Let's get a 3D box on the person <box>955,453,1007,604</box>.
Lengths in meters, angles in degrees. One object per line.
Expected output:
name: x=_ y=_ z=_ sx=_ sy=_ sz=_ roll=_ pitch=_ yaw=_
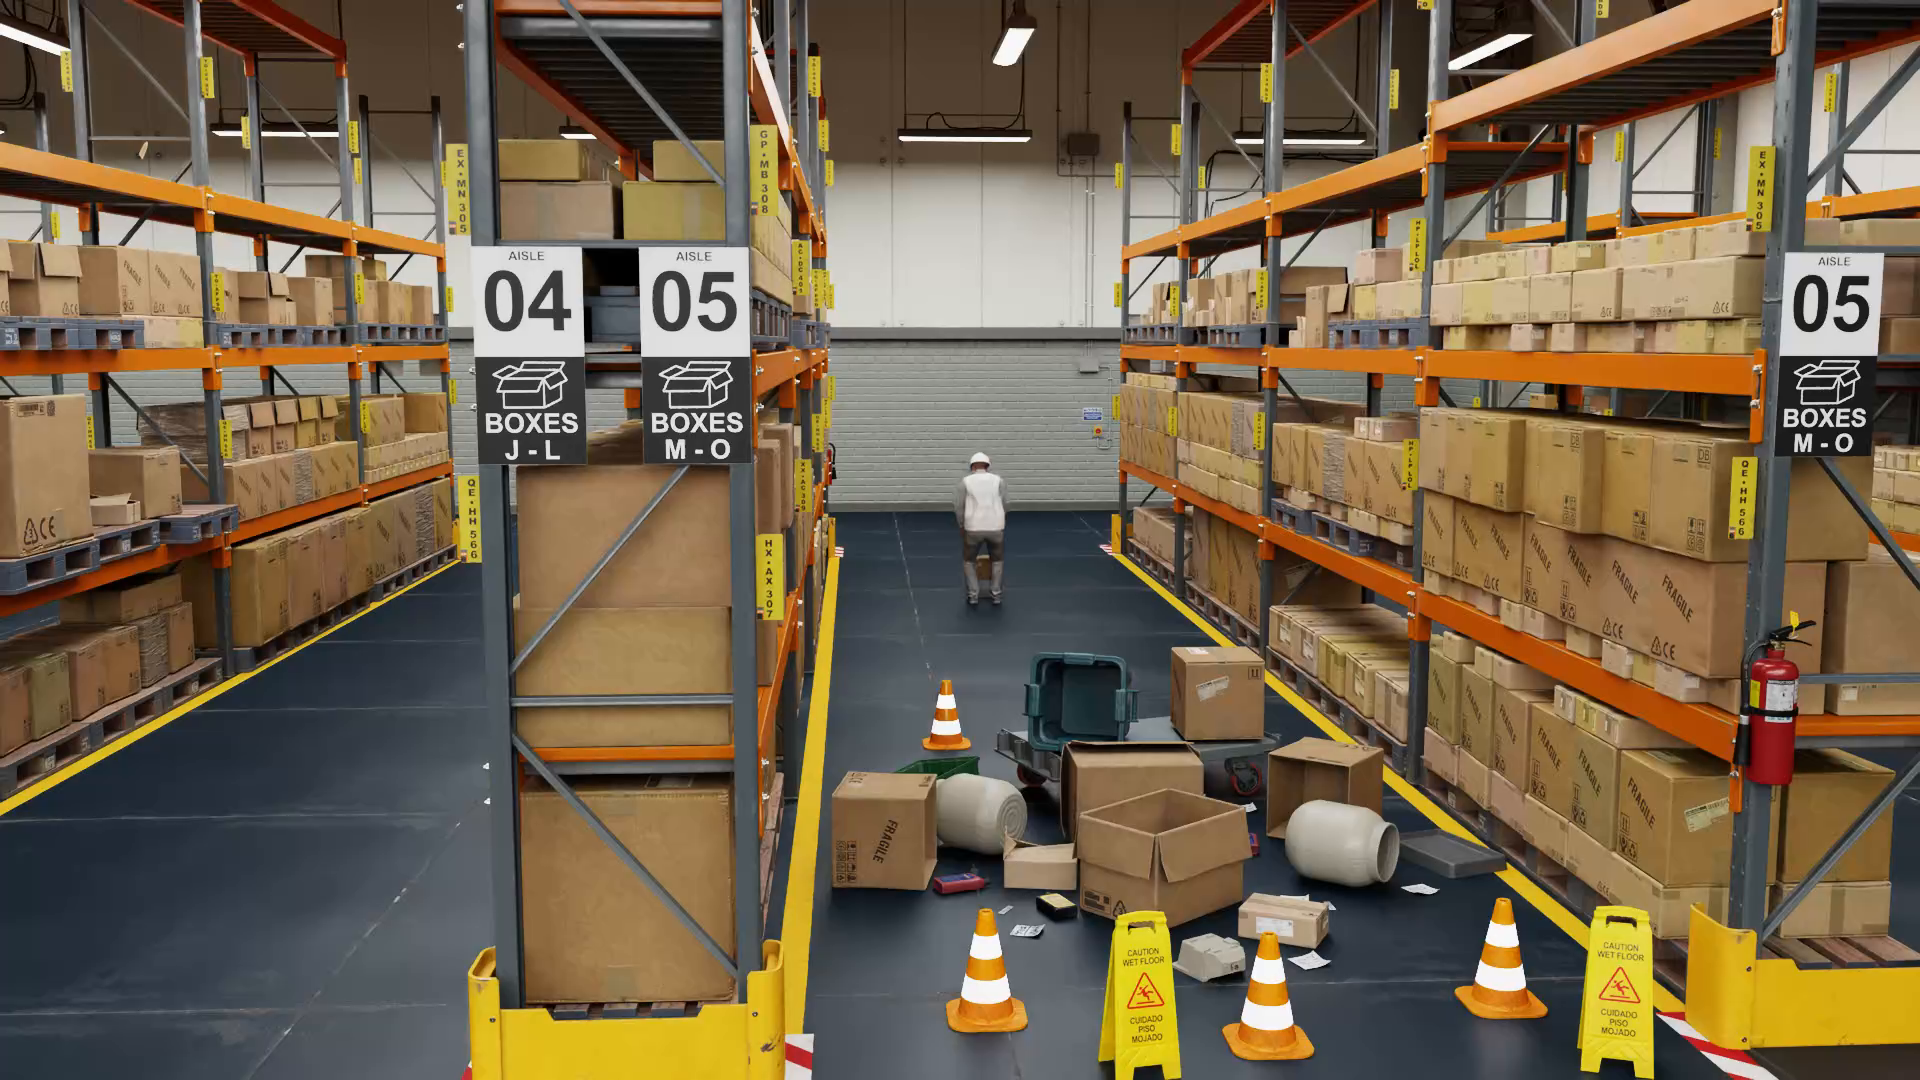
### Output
person: x=0.230 y=-0.126 z=18.257 sx=0.577 sy=1.647 sz=0.581 roll=0 pitch=7 yaw=-3
